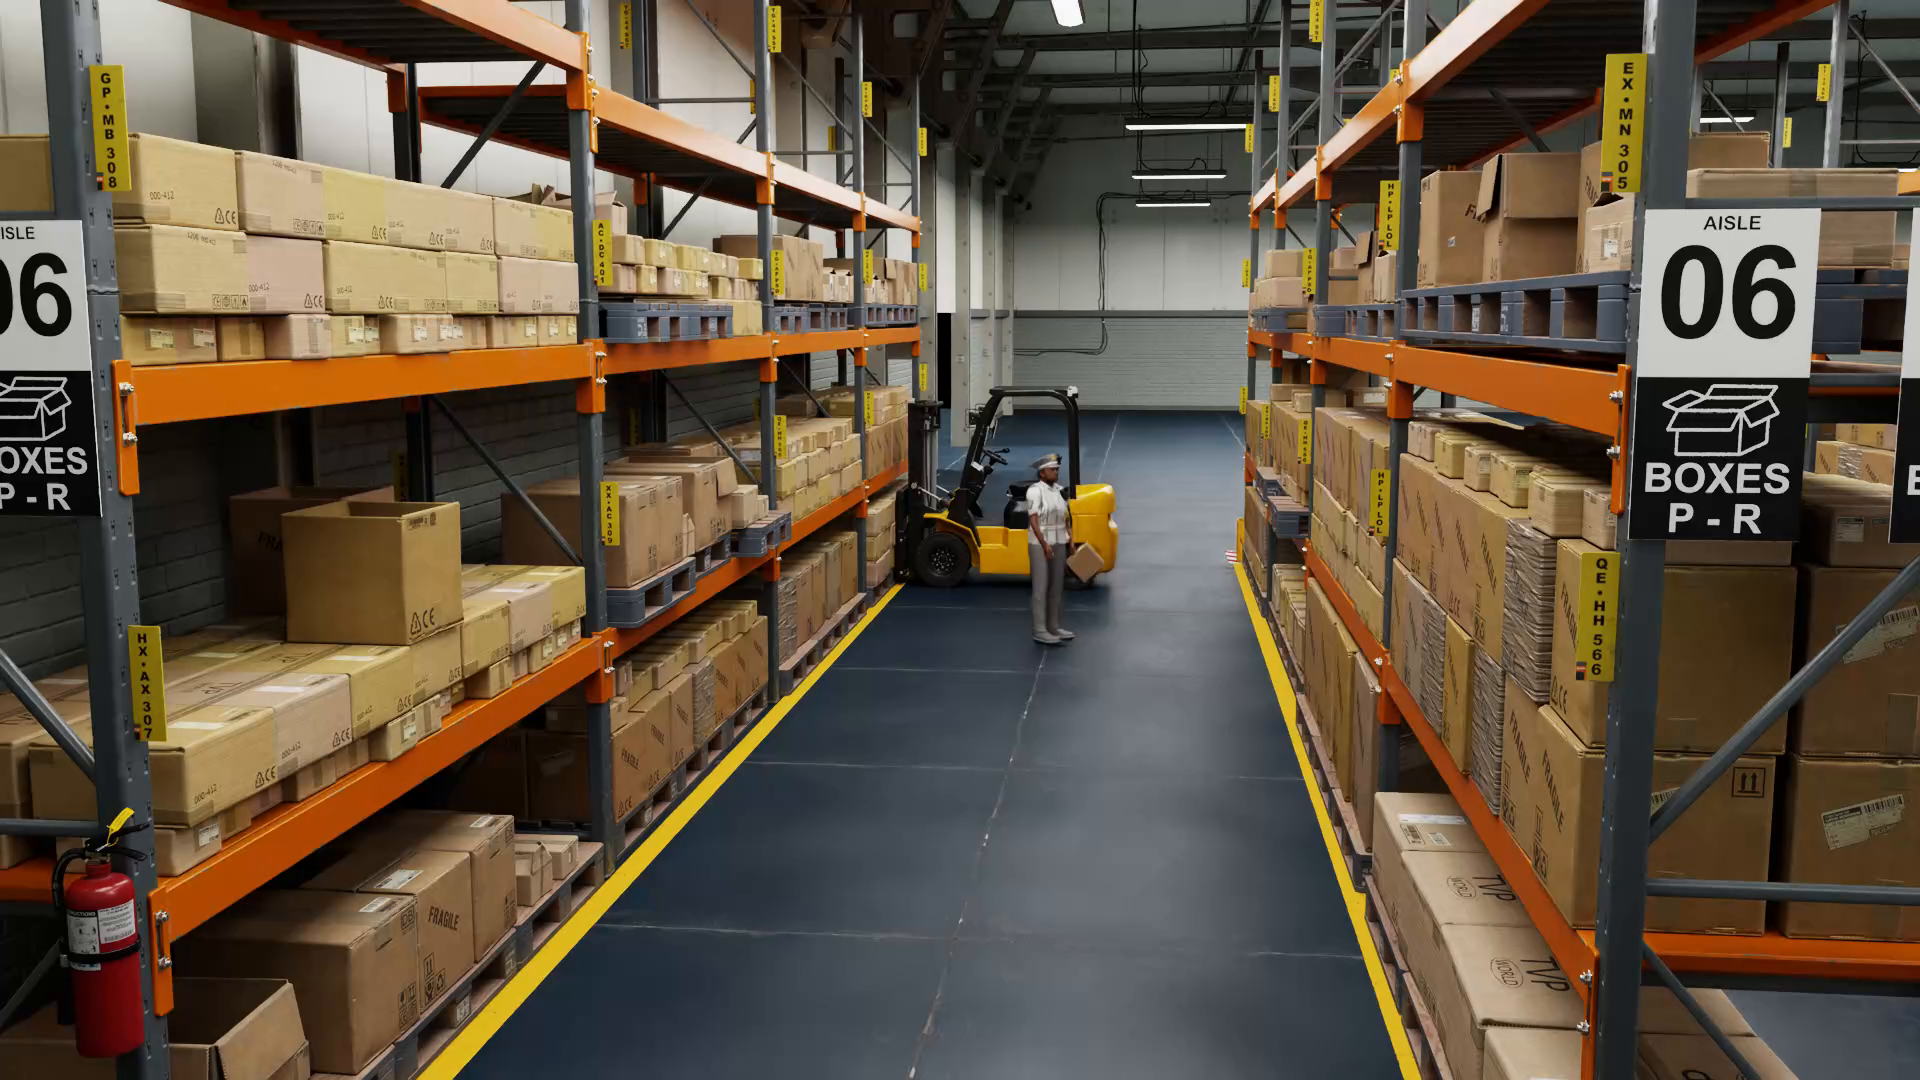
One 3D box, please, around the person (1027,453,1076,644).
[{"bbox_3d":[0.858,0.067,15.064,0.477,1.703,0.486,-6,10,-36],"label":"person"}]
